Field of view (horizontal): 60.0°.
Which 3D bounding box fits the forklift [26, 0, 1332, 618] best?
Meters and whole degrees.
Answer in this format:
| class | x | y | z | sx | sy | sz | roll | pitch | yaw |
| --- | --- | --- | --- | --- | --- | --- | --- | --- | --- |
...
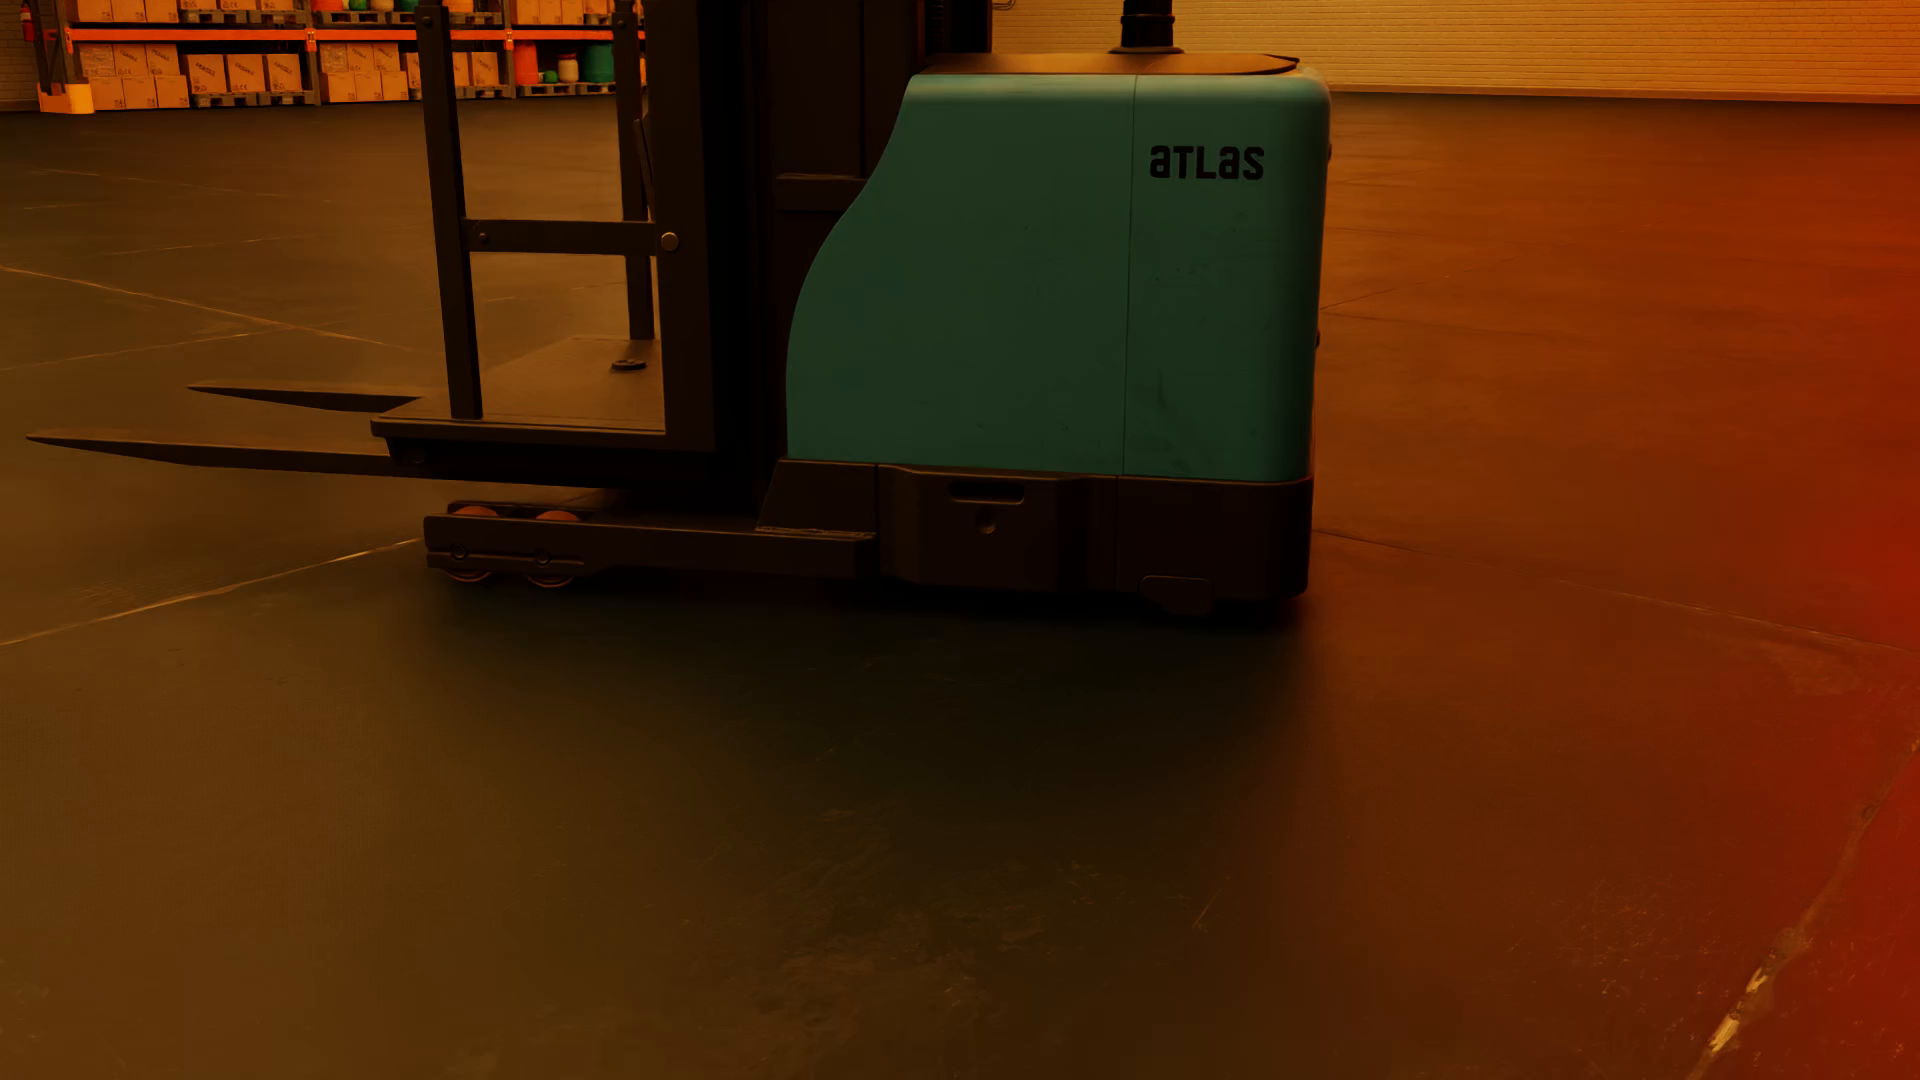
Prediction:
| class | x | y | z | sx | sy | sz | roll | pitch | yaw |
| --- | --- | --- | --- | --- | --- | --- | --- | --- | --- |
| forklift | -0.696 | -1.444 | 3.653 | 3.031 | 2.935 | 1.130 | 3 | 17 | 11 |
